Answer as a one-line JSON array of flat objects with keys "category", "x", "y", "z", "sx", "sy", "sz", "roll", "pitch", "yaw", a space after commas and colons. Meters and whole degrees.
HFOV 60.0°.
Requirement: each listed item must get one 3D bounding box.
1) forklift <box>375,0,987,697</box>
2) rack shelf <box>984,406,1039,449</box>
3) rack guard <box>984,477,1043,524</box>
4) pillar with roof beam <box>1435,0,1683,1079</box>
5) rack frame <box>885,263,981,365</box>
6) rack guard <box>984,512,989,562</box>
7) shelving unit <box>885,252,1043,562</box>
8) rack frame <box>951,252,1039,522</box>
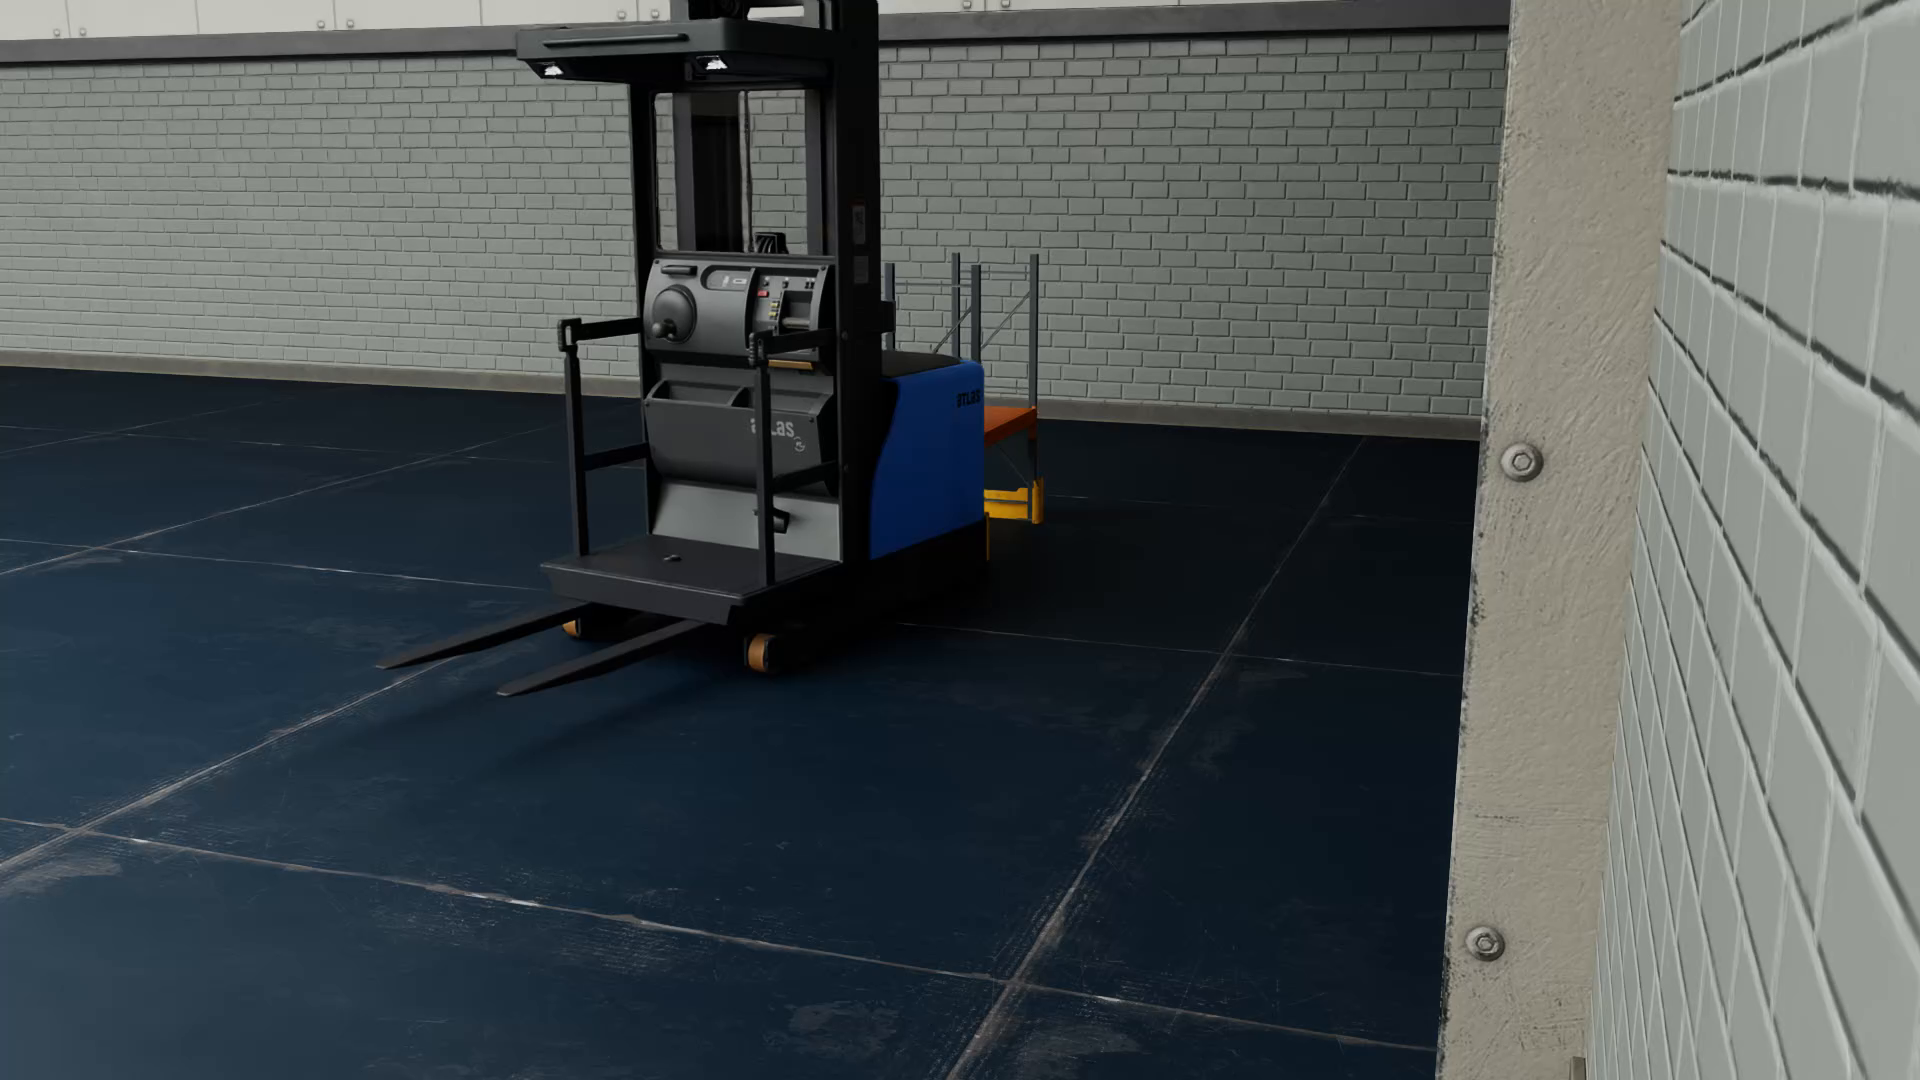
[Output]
[{"category": "forklift", "x": -1.055, "y": -1.008, "z": 6.824, "sx": 1.130, "sy": 2.935, "sz": 3.031, "roll": 8, "pitch": 15, "yaw": 30}, {"category": "rack shelf", "x": 0.028, "y": -0.574, "z": 8.945, "sx": 0.538, "sy": 0.185, "sz": 1.000, "roll": 4, "pitch": 14, "yaw": 18}, {"category": "rack guard", "x": 0.186, "y": -0.243, "z": 9.495, "sx": 0.587, "sy": 0.250, "sz": 0.087, "roll": 4, "pitch": 14, "yaw": 18}, {"category": "pillar with roof beam", "x": -2.825, "y": -3.506, "z": 4.132, "sx": 9.100, "sy": 9.000, "sz": 0.400, "roll": 4, "pitch": 14, "yaw": 18}, {"category": "rack frame", "x": -0.137, "y": -0.642, "z": 8.436, "sx": 0.500, "sy": 1.500, "sz": 0.032, "roll": 4, "pitch": 14, "yaw": 18}, {"category": "rack guard", "x": -0.136, "y": -0.033, "z": 8.576, "sx": 0.587, "sy": 0.250, "sz": 0.087, "roll": 4, "pitch": 14, "yaw": 18}, {"category": "shelving unit", "x": 0.025, "y": -0.747, "z": 8.896, "sx": 0.587, "sy": 1.500, "sz": 1.083, "roll": 4, "pitch": 14, "yaw": 18}, {"category": "rack frame", "x": 0.192, "y": -0.856, "z": 9.374, "sx": 0.500, "sy": 1.500, "sz": 0.032, "roll": 4, "pitch": 14, "yaw": 18}]
